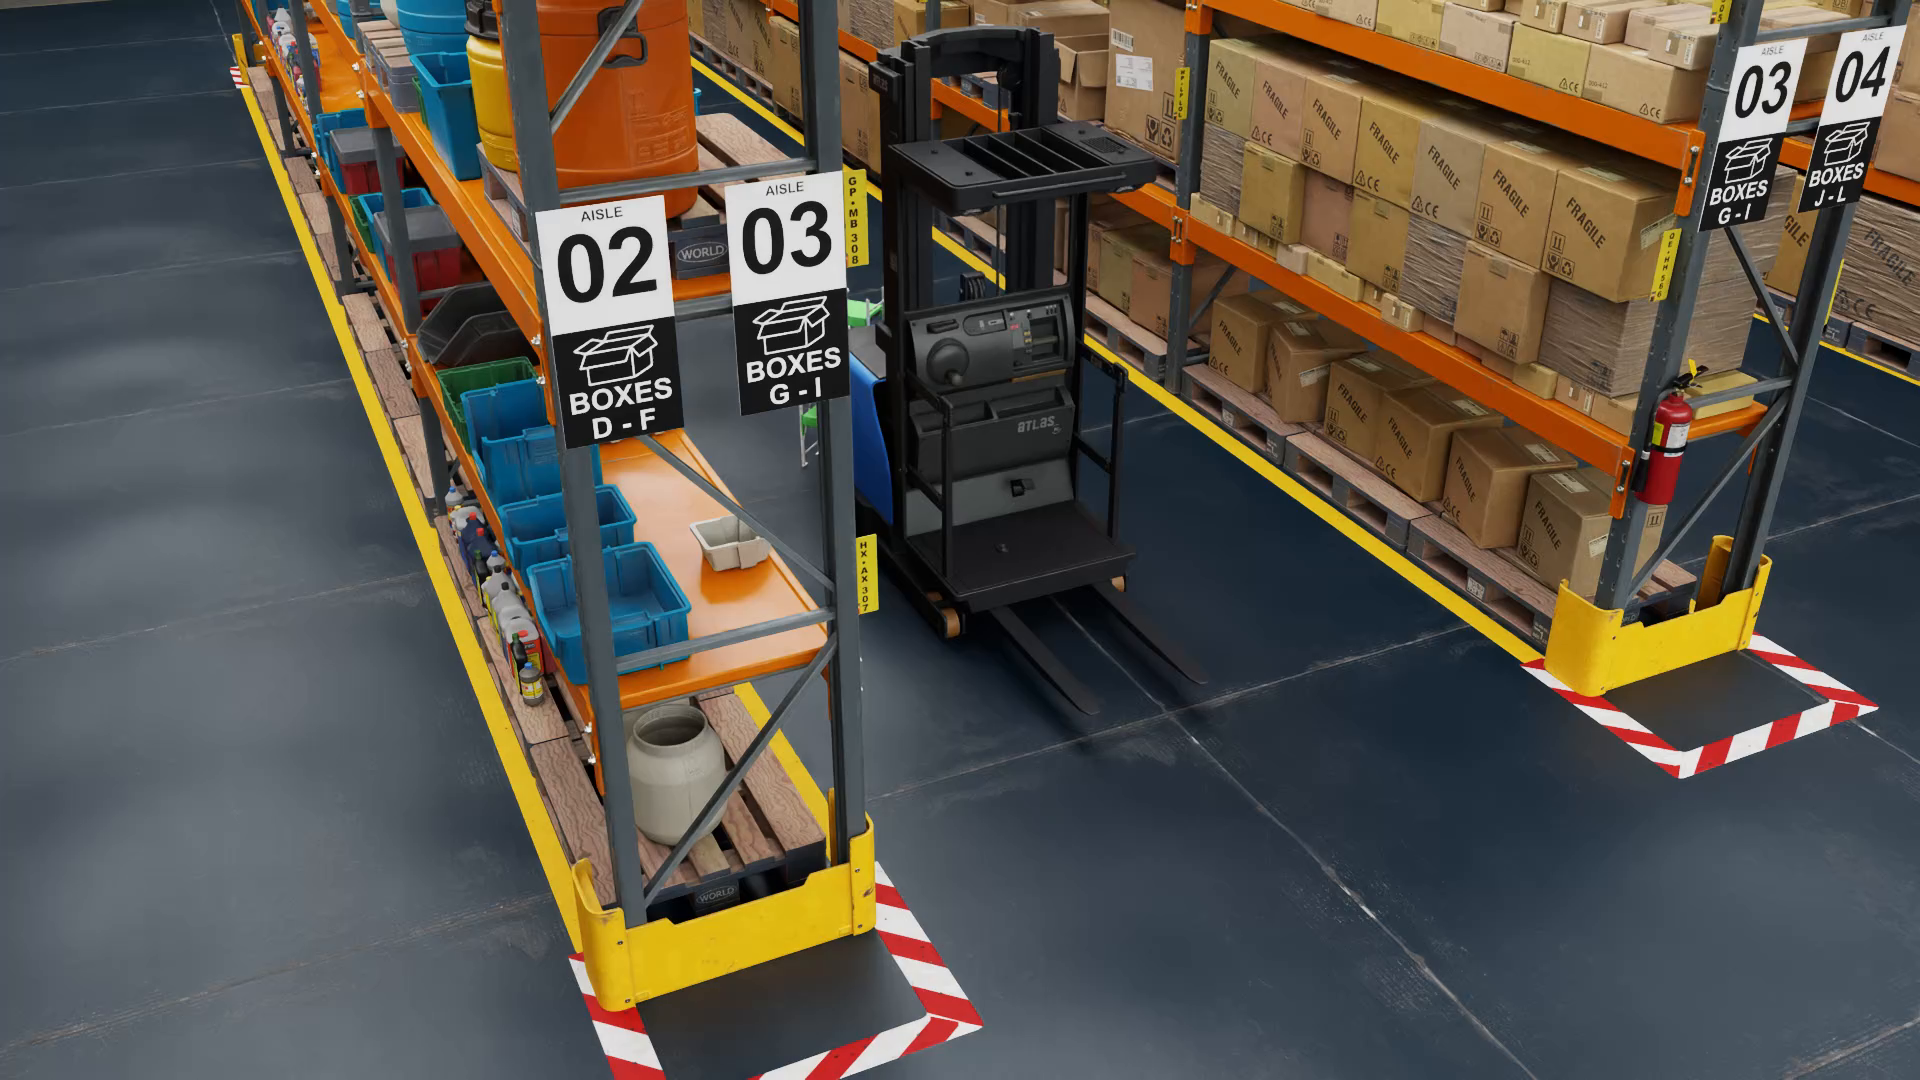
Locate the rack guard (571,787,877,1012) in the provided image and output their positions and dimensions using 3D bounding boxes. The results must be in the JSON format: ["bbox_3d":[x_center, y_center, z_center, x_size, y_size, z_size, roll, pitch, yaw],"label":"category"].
[{"bbox_3d":[-0.927,1.431,6.687,1.175,0.500,0.348,-13,32,-22],"label":"rack guard"}]

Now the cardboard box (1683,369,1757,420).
[{"bbox_3d":[3.714,-0.742,8.263,0.380,0.149,0.250,-13,32,-22],"label":"cardboard box"}]

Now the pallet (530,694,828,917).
[{"bbox_3d":[-1.271,1.197,7.399,1.003,0.211,1.213,-13,32,-22],"label":"pallet"}]

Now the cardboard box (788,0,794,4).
[{"bbox_3d":[-1.559,-5.764,16.860,0.500,0.500,0.500,-13,32,-22],"label":"cardboard box"}]

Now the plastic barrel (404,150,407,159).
[{"bbox_3d":[-3.814,-3.087,12.050,0.600,0.536,0.708,-13,32,-22],"label":"plastic barrel"}]

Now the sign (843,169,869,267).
[{"bbox_3d":[-0.353,-1.061,5.500,0.100,0.325,0.005,-13,32,-22],"label":"sign"}]

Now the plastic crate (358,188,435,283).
[{"bbox_3d":[-3.324,-1.817,9.940,0.392,0.384,0.575,-13,32,-22],"label":"plastic crate"}]

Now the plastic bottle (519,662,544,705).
[{"bbox_3d":[-2.036,0.674,7.892,0.097,0.201,0.097,0,29,0],"label":"plastic bottle"}]

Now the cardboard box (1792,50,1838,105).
[{"bbox_3d":[3.648,-2.185,7.667,0.500,0.250,0.500,-12,31,-21],"label":"cardboard box"}]

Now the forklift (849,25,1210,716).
[{"bbox_3d":[0.268,-1.000,8.536,1.130,2.935,3.031,-13,32,-22],"label":"forklift"}]

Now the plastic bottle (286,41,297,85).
[{"bbox_3d":[-5.503,-3.961,13.798,0.144,0.351,0.185,-13,32,-22],"label":"plastic bottle"}]

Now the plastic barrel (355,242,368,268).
[{"bbox_3d":[-4.512,-2.618,13.142,0.600,0.830,0.708,-13,32,-22],"label":"plastic barrel"}]

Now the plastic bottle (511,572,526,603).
[{"bbox_3d":[-2.211,0.266,8.543,0.152,0.276,0.135,-13,32,-22],"label":"plastic bottle"}]

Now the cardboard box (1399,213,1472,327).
[{"bbox_3d":[2.911,-1.523,8.993,0.875,0.500,0.500,-13,32,-22],"label":"cardboard box"}]

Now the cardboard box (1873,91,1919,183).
[{"bbox_3d":[6.978,-2.843,11.599,0.875,0.550,0.550,-13,32,-22],"label":"cardboard box"}]

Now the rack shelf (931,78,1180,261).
[{"bbox_3d":[1.046,-3.012,12.790,1.077,0.370,4.000,-13,32,-22],"label":"rack shelf"}]

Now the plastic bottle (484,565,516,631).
[{"bbox_3d":[-2.334,0.276,8.450,0.144,0.351,0.185,-13,32,-22],"label":"plastic bottle"}]

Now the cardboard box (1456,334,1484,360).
[{"bbox_3d":[2.889,-1.091,8.886,0.380,0.149,0.250,-13,32,-22],"label":"cardboard box"}]

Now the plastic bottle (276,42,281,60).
[{"bbox_3d":[-5.925,-4.304,14.561,0.097,0.201,0.097,0,29,0],"label":"plastic bottle"}]

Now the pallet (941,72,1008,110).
[{"bbox_3d":[0.589,-3.833,13.715,1.213,0.211,1.003,-13,32,-22],"label":"pallet"}]

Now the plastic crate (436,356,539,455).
[{"bbox_3d":[-2.241,-0.651,8.061,0.450,0.188,0.662,-13,32,-22],"label":"plastic crate"}]

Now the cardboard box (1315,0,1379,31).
[{"bbox_3d":[2.301,-2.978,9.081,0.500,0.250,0.500,-14,32,-24],"label":"cardboard box"}]

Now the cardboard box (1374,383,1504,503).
[{"bbox_3d":[2.829,-0.585,9.853,0.500,0.500,0.500,-10,31,-17],"label":"cardboard box"}]

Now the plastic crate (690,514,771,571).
[{"bbox_3d":[-0.946,0.017,6.923,0.298,0.136,0.250,-13,32,-22],"label":"plastic crate"}]

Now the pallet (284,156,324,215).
[{"bbox_3d":[-5.710,-3.370,15.545,1.003,0.211,1.213,-13,32,-22],"label":"pallet"}]

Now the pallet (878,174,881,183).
[{"bbox_3d":[-0.083,-3.357,15.521,1.003,0.211,1.213,-13,32,-22],"label":"pallet"}]

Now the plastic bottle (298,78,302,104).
[{"bbox_3d":[-5.228,-3.587,13.282,0.097,0.201,0.097,0,29,0],"label":"plastic bottle"}]

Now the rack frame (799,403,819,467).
[{"bbox_3d":[-0.951,-1.043,10.383,0.015,1.200,0.240,12,31,20],"label":"rack frame"}]

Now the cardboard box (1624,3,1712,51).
[{"bbox_3d":[3.215,-2.289,7.444,0.380,0.149,0.250,-14,32,-24],"label":"cardboard box"}]

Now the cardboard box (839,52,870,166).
[{"bbox_3d":[-0.466,-4.170,15.863,1.225,0.875,0.875,-13,32,-22],"label":"cardboard box"}]

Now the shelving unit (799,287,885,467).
[{"bbox_3d":[-0.727,-0.995,10.298,0.503,1.200,0.258,12,31,20],"label":"shelving unit"}]

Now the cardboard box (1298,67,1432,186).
[{"bbox_3d":[2.298,-2.358,9.460,0.500,0.500,0.500,-13,32,-22],"label":"cardboard box"}]

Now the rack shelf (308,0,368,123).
[{"bbox_3d":[-3.428,-3.280,10.202,1.077,0.370,4.000,-13,32,-22],"label":"rack shelf"}]

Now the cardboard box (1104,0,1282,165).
[{"bbox_3d":[1.690,-3.268,11.468,1.000,1.000,1.000,-13,32,-22],"label":"cardboard box"}]

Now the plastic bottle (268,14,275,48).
[{"bbox_3d":[-6.174,-4.575,14.961,0.061,0.283,0.133,-13,32,-22],"label":"plastic bottle"}]

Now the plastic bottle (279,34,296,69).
[{"bbox_3d":[-5.751,-4.189,14.280,0.152,0.276,0.135,-13,32,-22],"label":"plastic bottle"}]

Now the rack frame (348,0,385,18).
[{"bbox_3d":[-2.569,-4.019,7.717,1.000,3.000,0.127,-13,32,-22],"label":"rack frame"}]

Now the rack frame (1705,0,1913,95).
[{"bbox_3d":[3.621,-3.292,6.420,1.000,3.000,0.127,-13,32,-22],"label":"rack frame"}]

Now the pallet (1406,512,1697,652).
[{"bbox_3d":[3.272,0.141,9.283,1.003,0.211,1.213,-13,32,-22],"label":"pallet"}]

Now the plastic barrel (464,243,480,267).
[{"bbox_3d":[-2.782,-1.930,9.987,0.433,0.535,0.433,0,29,0],"label":"plastic barrel"}]

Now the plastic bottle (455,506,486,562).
[{"bbox_3d":[-2.665,-0.036,9.083,0.152,0.276,0.135,-12,31,-20],"label":"plastic bottle"}]

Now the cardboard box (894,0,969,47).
[{"bbox_3d":[-0.249,-4.419,14.461,0.500,0.500,0.500,-12,31,-20],"label":"cardboard box"}]

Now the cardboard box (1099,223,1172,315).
[{"bbox_3d":[1.472,-2.034,12.417,0.700,0.500,0.500,-13,32,-22],"label":"cardboard box"}]

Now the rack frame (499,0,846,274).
[{"bbox_3d":[-0.852,-2.252,4.566,1.000,3.000,0.127,-13,32,-22],"label":"rack frame"}]

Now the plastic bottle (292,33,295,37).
[{"bbox_3d":[-5.887,-4.438,14.801,0.097,0.201,0.097,0,29,0],"label":"plastic bottle"}]

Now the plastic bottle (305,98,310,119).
[{"bbox_3d":[-5.019,-3.372,12.899,0.097,0.201,0.097,0,29,0],"label":"plastic bottle"}]

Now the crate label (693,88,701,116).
[{"bbox_3d":[-1.357,-1.775,6.934,0.502,0.251,0.408,-13,32,-22],"label":"crate label"}]

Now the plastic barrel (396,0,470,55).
[{"bbox_3d":[-2.239,-2.650,7.401,0.600,0.901,0.708,-13,32,-22],"label":"plastic barrel"}]

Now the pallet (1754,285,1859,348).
[{"bbox_3d":[6.683,-1.871,12.870,1.003,0.211,1.213,-13,32,-22],"label":"pallet"}]

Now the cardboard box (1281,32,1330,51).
[{"bbox_3d":[2.346,-2.911,10.445,0.500,0.500,0.500,-13,32,-22],"label":"cardboard box"}]

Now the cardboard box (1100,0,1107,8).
[{"bbox_3d":[1.993,-6.836,21.055,0.380,0.149,0.250,-12,31,-20],"label":"cardboard box"}]

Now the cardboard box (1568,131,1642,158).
[{"bbox_3d":[3.423,-1.807,8.478,0.500,0.500,0.500,-13,32,-22],"label":"cardboard box"}]

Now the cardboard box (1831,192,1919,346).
[{"bbox_3d":[7.024,-2.006,12.003,0.875,0.875,0.875,-13,32,-22],"label":"cardboard box"}]

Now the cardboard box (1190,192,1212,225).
[{"bbox_3d":[1.725,-2.175,10.818,0.380,0.149,0.250,-13,32,-22],"label":"cardboard box"}]

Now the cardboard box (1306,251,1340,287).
[{"bbox_3d":[2.284,-1.628,9.843,0.380,0.149,0.250,-13,32,-22],"label":"cardboard box"}]
